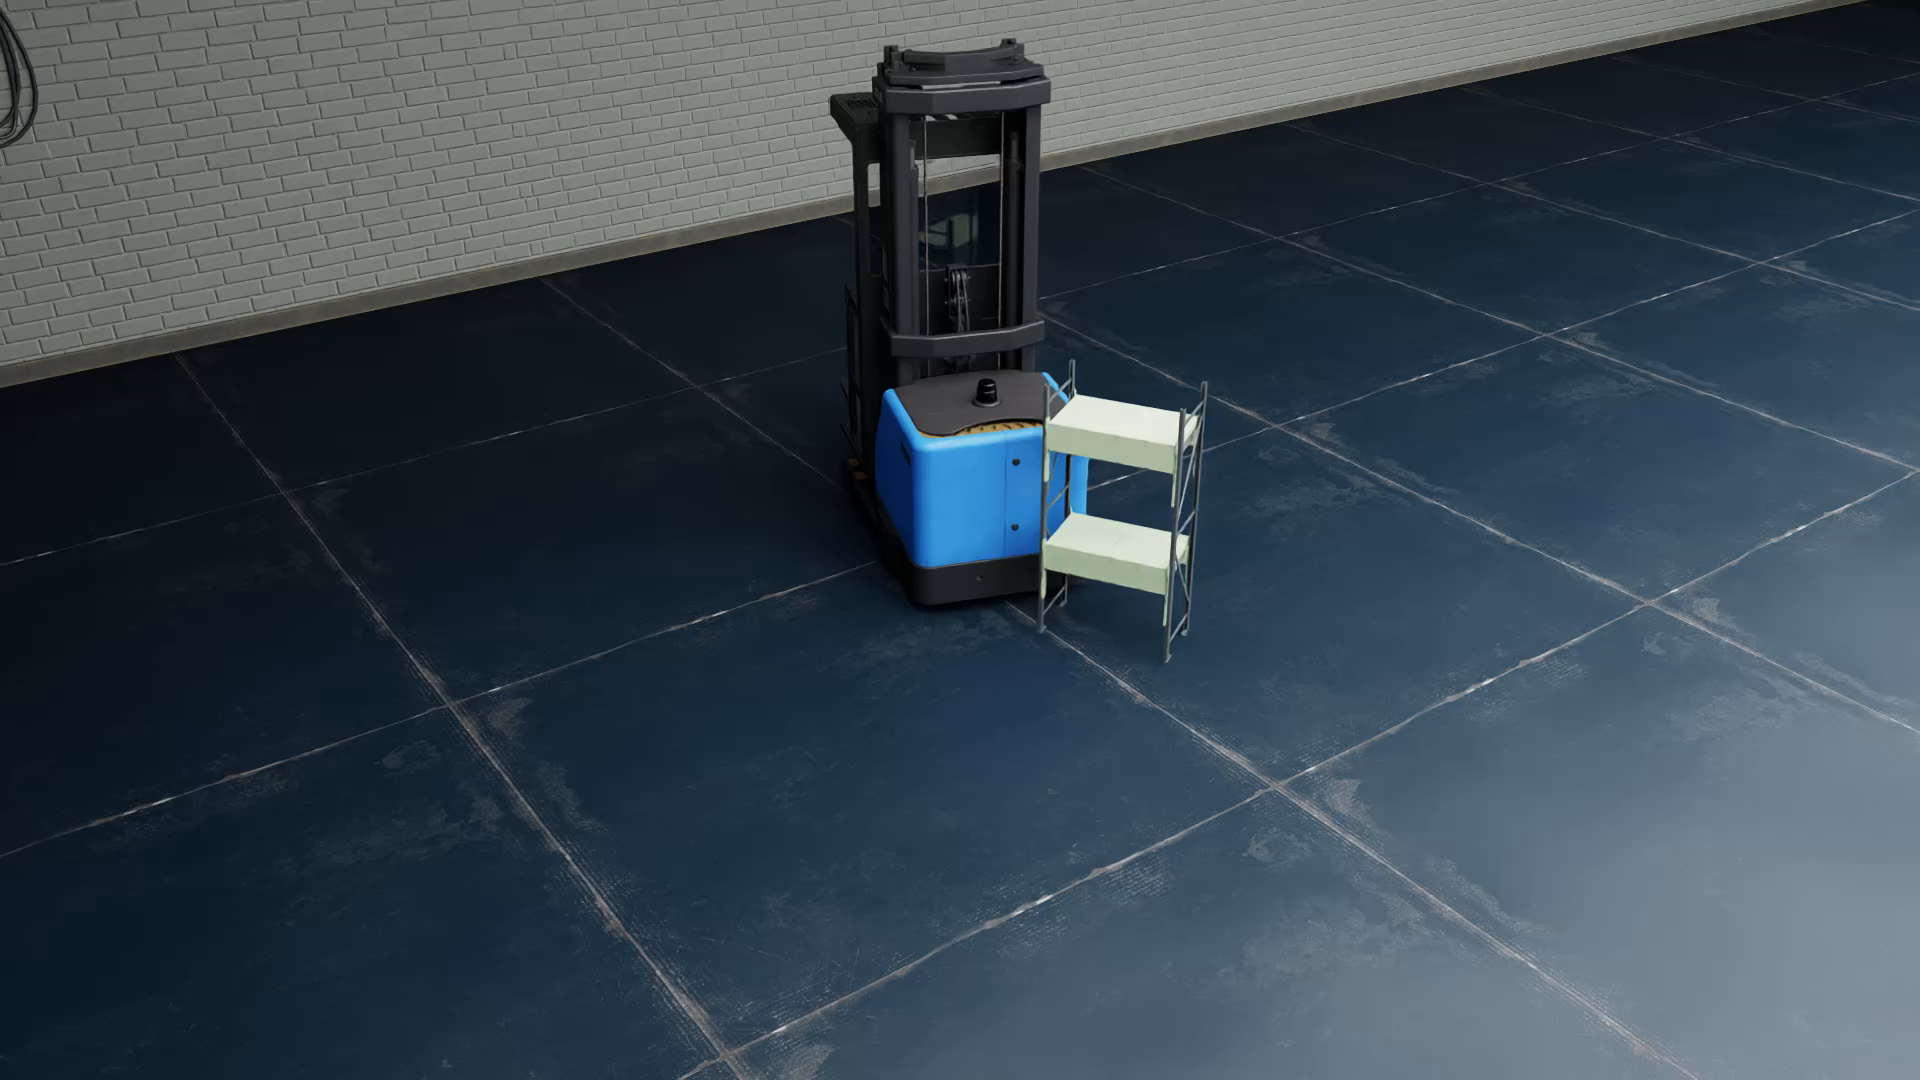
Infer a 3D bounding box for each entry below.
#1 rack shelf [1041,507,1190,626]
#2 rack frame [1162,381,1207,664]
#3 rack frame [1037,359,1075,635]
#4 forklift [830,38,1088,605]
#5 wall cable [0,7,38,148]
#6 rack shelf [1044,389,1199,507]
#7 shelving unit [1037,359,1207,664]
[{"bbox_3d":[0.857,0.139,9.105,0.720,0.370,0.431,12,31,21],"label":"rack shelf"},{"bbox_3d":[1.190,-0.075,8.817,0.023,1.500,0.400,12,31,21],"label":"rack frame"},{"bbox_3d":[0.524,-0.219,9.083,0.023,1.500,0.400,12,31,21],"label":"rack frame"},{"bbox_3d":[-0.141,-1.608,10.139,1.130,2.935,3.031,-7,29,-13],"label":"forklift"},{"bbox_3d":[-7.736,-3.489,10.499,3.097,2.526,0.112,-19,34,-31],"label":"wall cable"},{"bbox_3d":[0.857,-0.490,8.764,0.720,0.370,0.431,12,31,21],"label":"rack shelf"},{"bbox_3d":[0.857,-0.147,8.950,0.755,1.500,0.431,12,31,21],"label":"shelving unit"}]
